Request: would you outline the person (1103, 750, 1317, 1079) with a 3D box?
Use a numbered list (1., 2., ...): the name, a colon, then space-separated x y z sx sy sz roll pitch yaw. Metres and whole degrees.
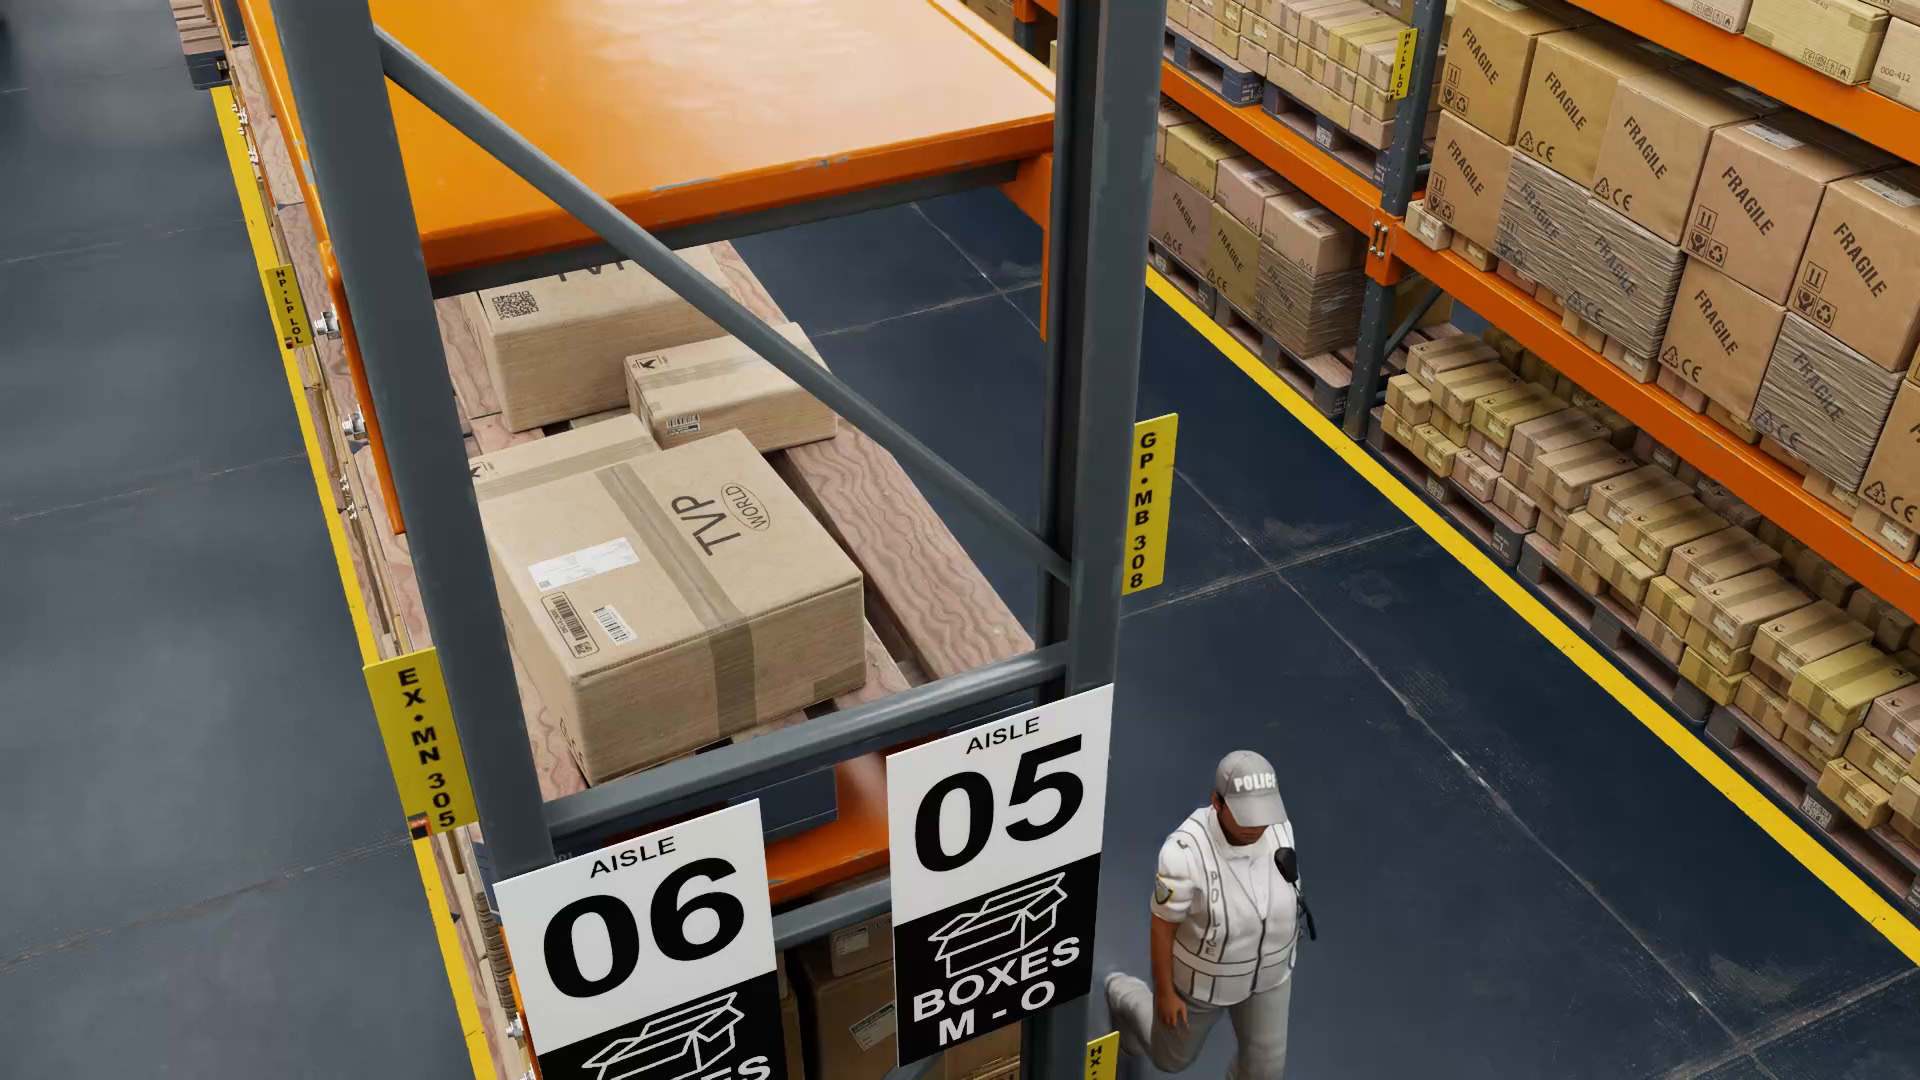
1. person: 0.795 1.278 5.178 0.498 1.627 0.828 -13 39 -16
